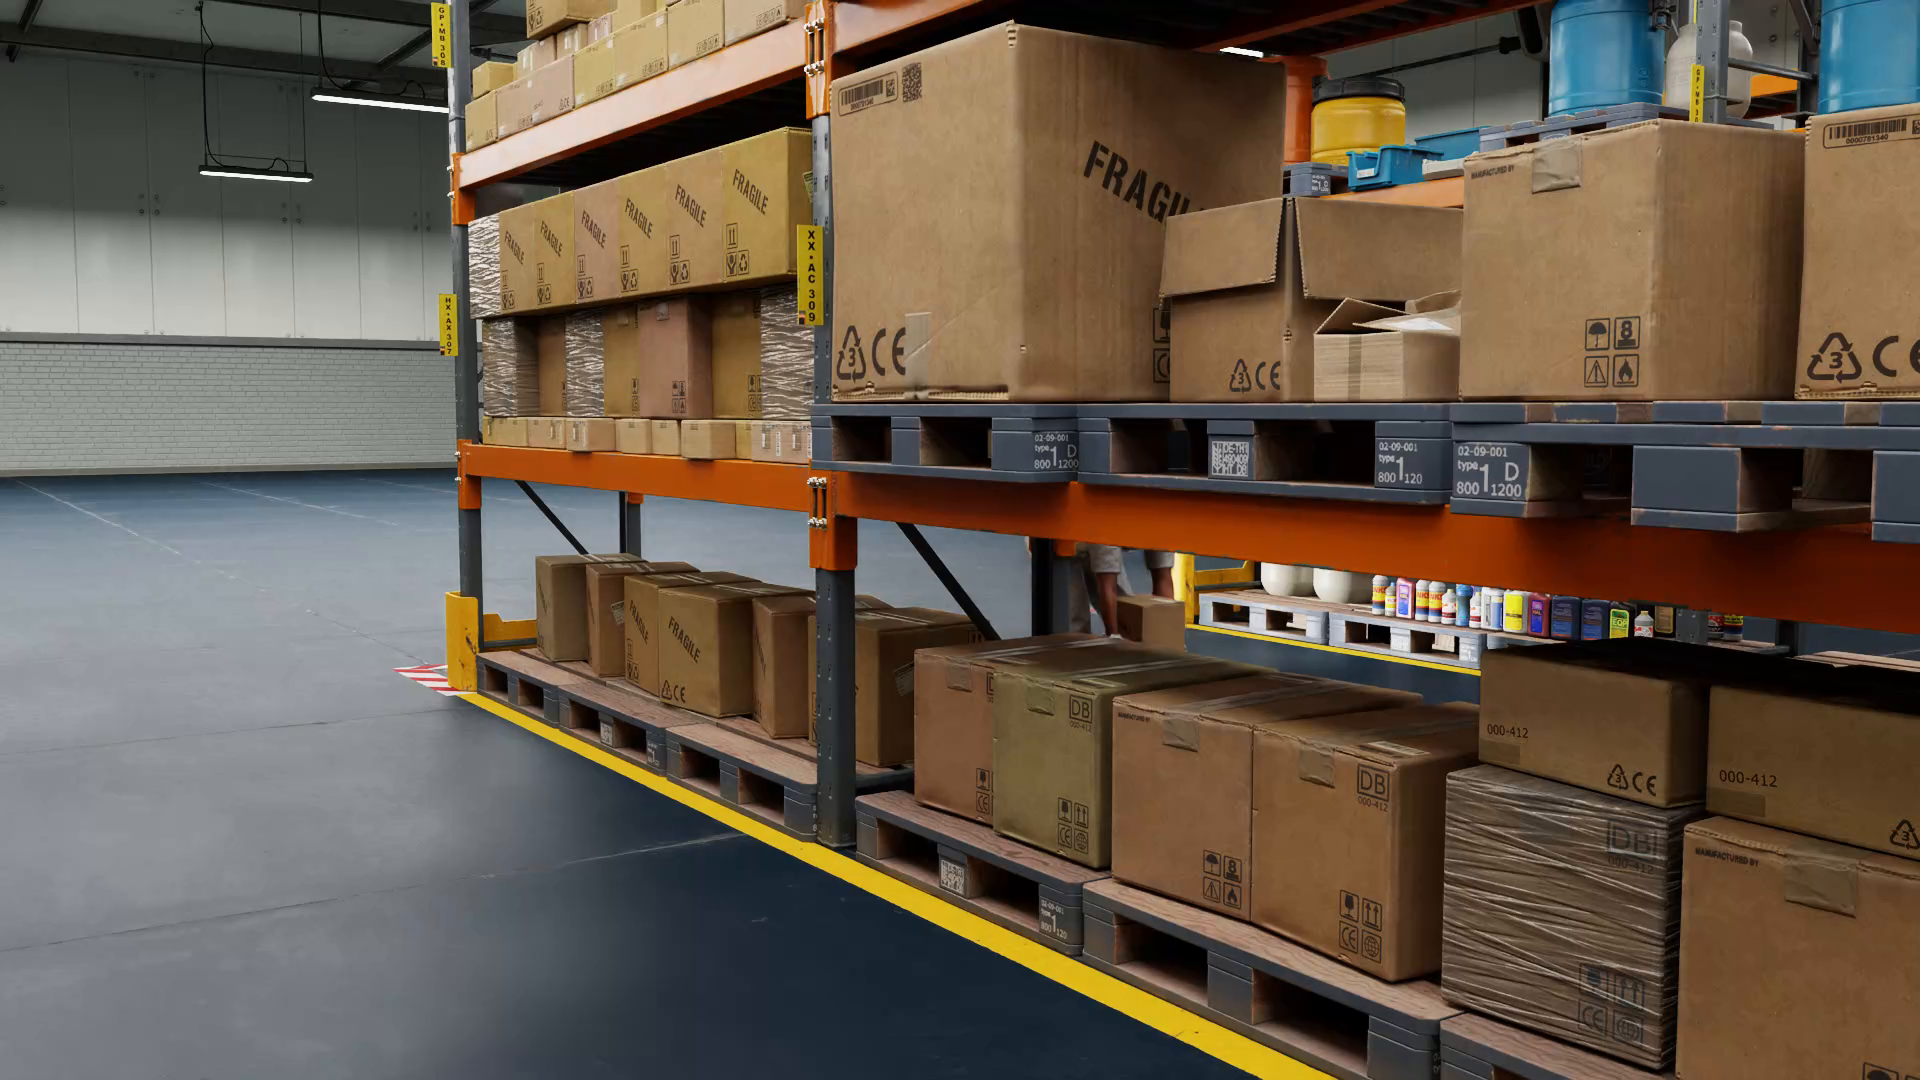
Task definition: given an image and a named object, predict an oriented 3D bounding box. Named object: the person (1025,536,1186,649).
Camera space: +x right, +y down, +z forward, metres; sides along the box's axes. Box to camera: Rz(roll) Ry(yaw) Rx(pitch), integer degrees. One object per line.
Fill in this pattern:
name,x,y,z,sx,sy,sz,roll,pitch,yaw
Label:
person,0.706,0.278,7.560,0.504,1.239,0.953,-3,6,-36
